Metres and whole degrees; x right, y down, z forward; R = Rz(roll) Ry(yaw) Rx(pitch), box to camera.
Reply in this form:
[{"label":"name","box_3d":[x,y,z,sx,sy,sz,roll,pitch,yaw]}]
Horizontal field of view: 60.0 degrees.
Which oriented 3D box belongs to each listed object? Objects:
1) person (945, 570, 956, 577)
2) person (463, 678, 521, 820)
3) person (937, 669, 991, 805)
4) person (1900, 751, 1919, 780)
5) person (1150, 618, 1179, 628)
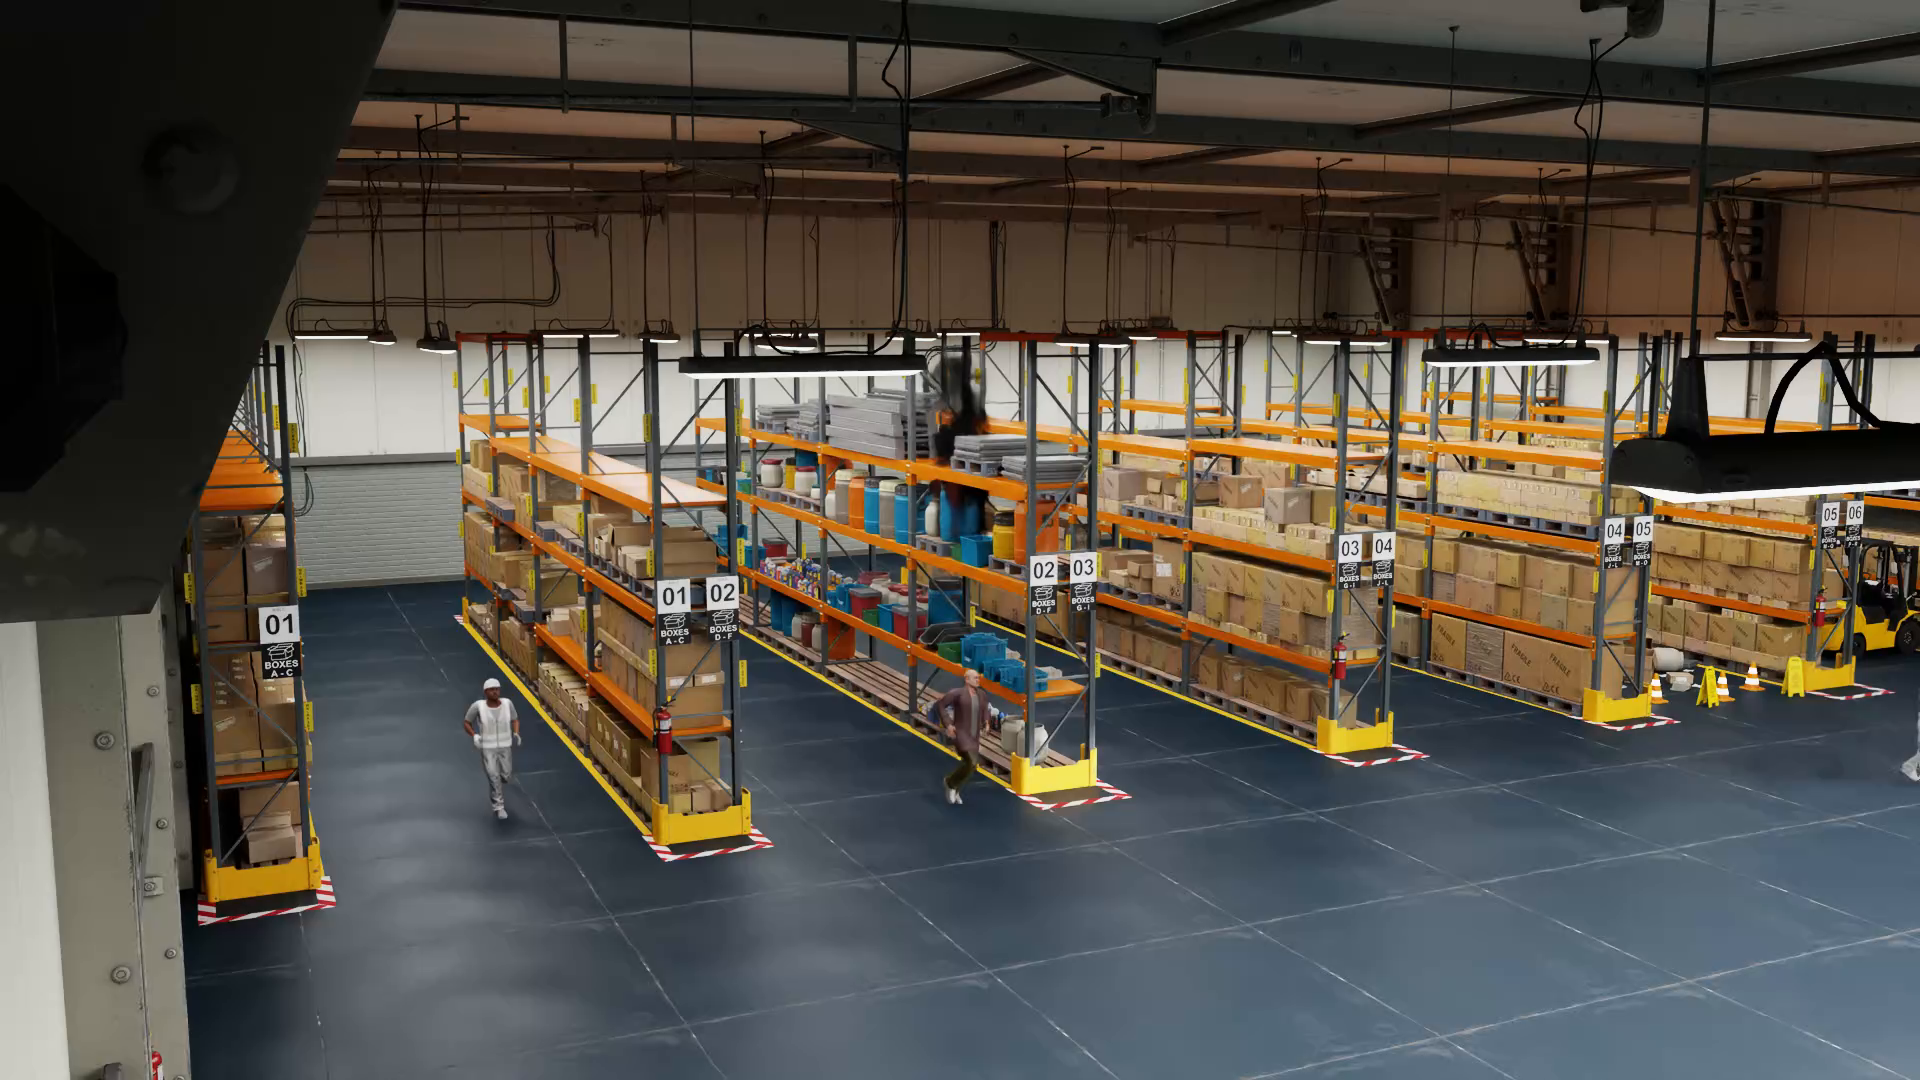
[{"label":"person","box_3d":[-0.168,1.293,30.901,0.633,1.773,0.674,-6,10,-40]},{"label":"person","box_3d":[-5.949,2.627,21.202,0.681,1.759,0.778,-4,9,-30]},{"label":"person","box_3d":[0.124,2.560,21.698,0.691,1.746,0.638,-8,11,-44]},{"label":"person","box_3d":[13.293,2.516,22.389,1.033,1.733,0.697,3,8,24]},{"label":"person","box_3d":[4.201,0.927,33.920,0.674,1.682,0.782,-5,9,-31]}]
